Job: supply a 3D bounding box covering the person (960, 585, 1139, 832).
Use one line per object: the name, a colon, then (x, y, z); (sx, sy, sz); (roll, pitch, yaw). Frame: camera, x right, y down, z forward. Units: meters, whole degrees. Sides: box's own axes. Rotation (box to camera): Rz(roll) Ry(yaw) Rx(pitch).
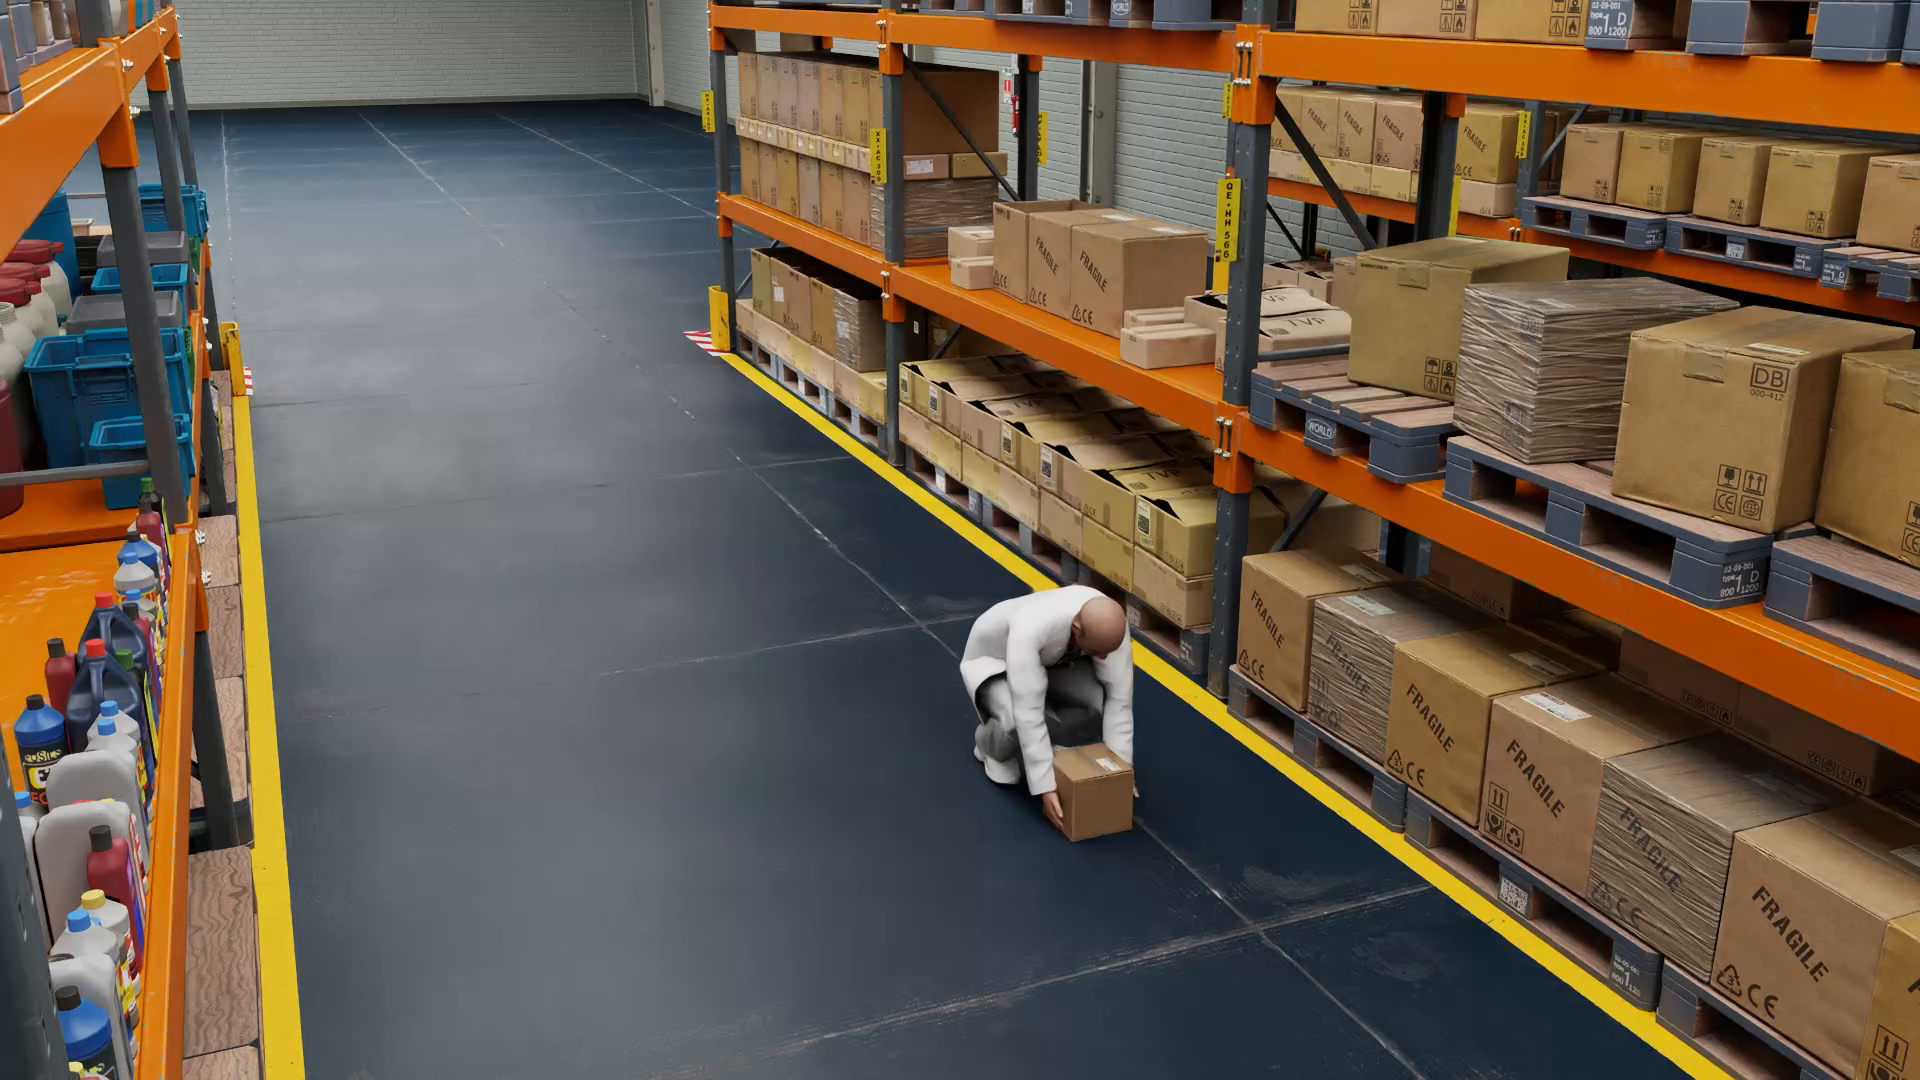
person: (0.343, 0.544, 6.417); (0.594, 0.887, 0.905); (-8, 20, -22)
